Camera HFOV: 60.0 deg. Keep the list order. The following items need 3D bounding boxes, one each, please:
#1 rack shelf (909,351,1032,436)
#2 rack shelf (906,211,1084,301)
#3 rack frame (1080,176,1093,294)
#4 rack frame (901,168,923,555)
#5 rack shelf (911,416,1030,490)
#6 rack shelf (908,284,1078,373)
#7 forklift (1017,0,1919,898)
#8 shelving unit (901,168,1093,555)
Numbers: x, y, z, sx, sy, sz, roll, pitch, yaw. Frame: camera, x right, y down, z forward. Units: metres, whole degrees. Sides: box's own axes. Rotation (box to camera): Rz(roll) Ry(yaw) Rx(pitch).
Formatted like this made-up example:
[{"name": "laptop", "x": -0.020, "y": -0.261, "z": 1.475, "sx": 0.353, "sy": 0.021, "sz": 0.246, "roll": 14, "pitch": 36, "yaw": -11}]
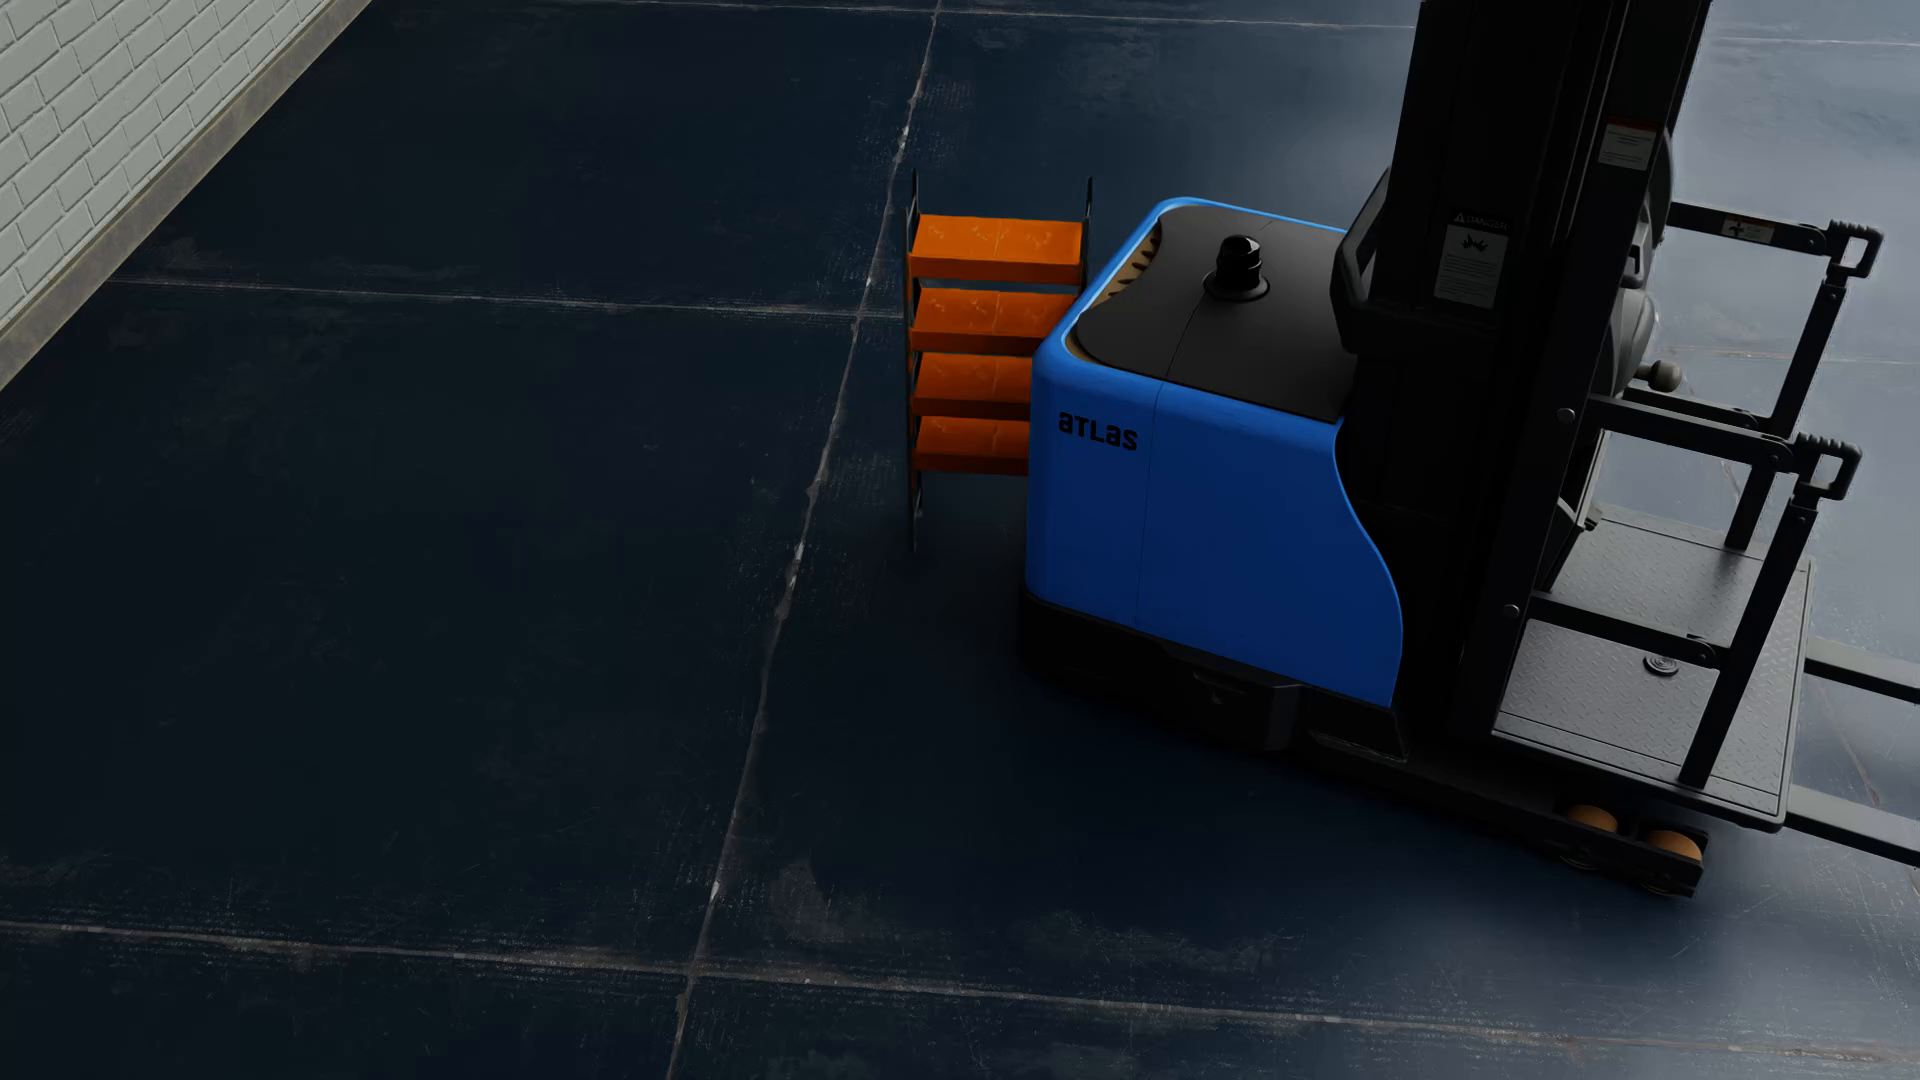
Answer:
[{"name": "rack shelf", "x": 0.105, "y": -0.425, "z": 4.928, "sx": 0.480, "sy": 0.148, "sz": 0.258, "roll": 4, "pitch": 39, "yaw": 4}, {"name": "rack shelf", "x": 0.105, "y": -0.782, "z": 4.638, "sx": 0.480, "sy": 0.148, "sz": 0.258, "roll": 4, "pitch": 39, "yaw": 4}, {"name": "rack frame", "x": 0.348, "y": -0.462, "z": 4.867, "sx": 0.015, "sy": 1.200, "sz": 0.240, "roll": 4, "pitch": 39, "yaw": 4}, {"name": "rack frame", "x": -0.138, "y": -0.493, "z": 4.905, "sx": 0.015, "sy": 1.200, "sz": 0.240, "roll": 4, "pitch": 39, "yaw": 4}, {"name": "rack shelf", "x": 0.105, "y": -0.271, "z": 5.054, "sx": 0.480, "sy": 0.148, "sz": 0.258, "roll": 4, "pitch": 39, "yaw": 4}, {"name": "rack shelf", "x": 0.105, "y": -0.599, "z": 4.787, "sx": 0.480, "sy": 0.148, "sz": 0.258, "roll": 4, "pitch": 39, "yaw": 4}, {"name": "forklift", "x": 1.722, "y": -0.633, "z": 3.706, "sx": 3.031, "sy": 2.935, "sz": 1.130, "roll": 17, "pitch": 42, "yaw": 20}, {"name": "shelving unit", "x": 0.105, "y": -0.477, "z": 4.886, "sx": 0.503, "sy": 1.200, "sz": 0.258, "roll": 4, "pitch": 39, "yaw": 4}]
